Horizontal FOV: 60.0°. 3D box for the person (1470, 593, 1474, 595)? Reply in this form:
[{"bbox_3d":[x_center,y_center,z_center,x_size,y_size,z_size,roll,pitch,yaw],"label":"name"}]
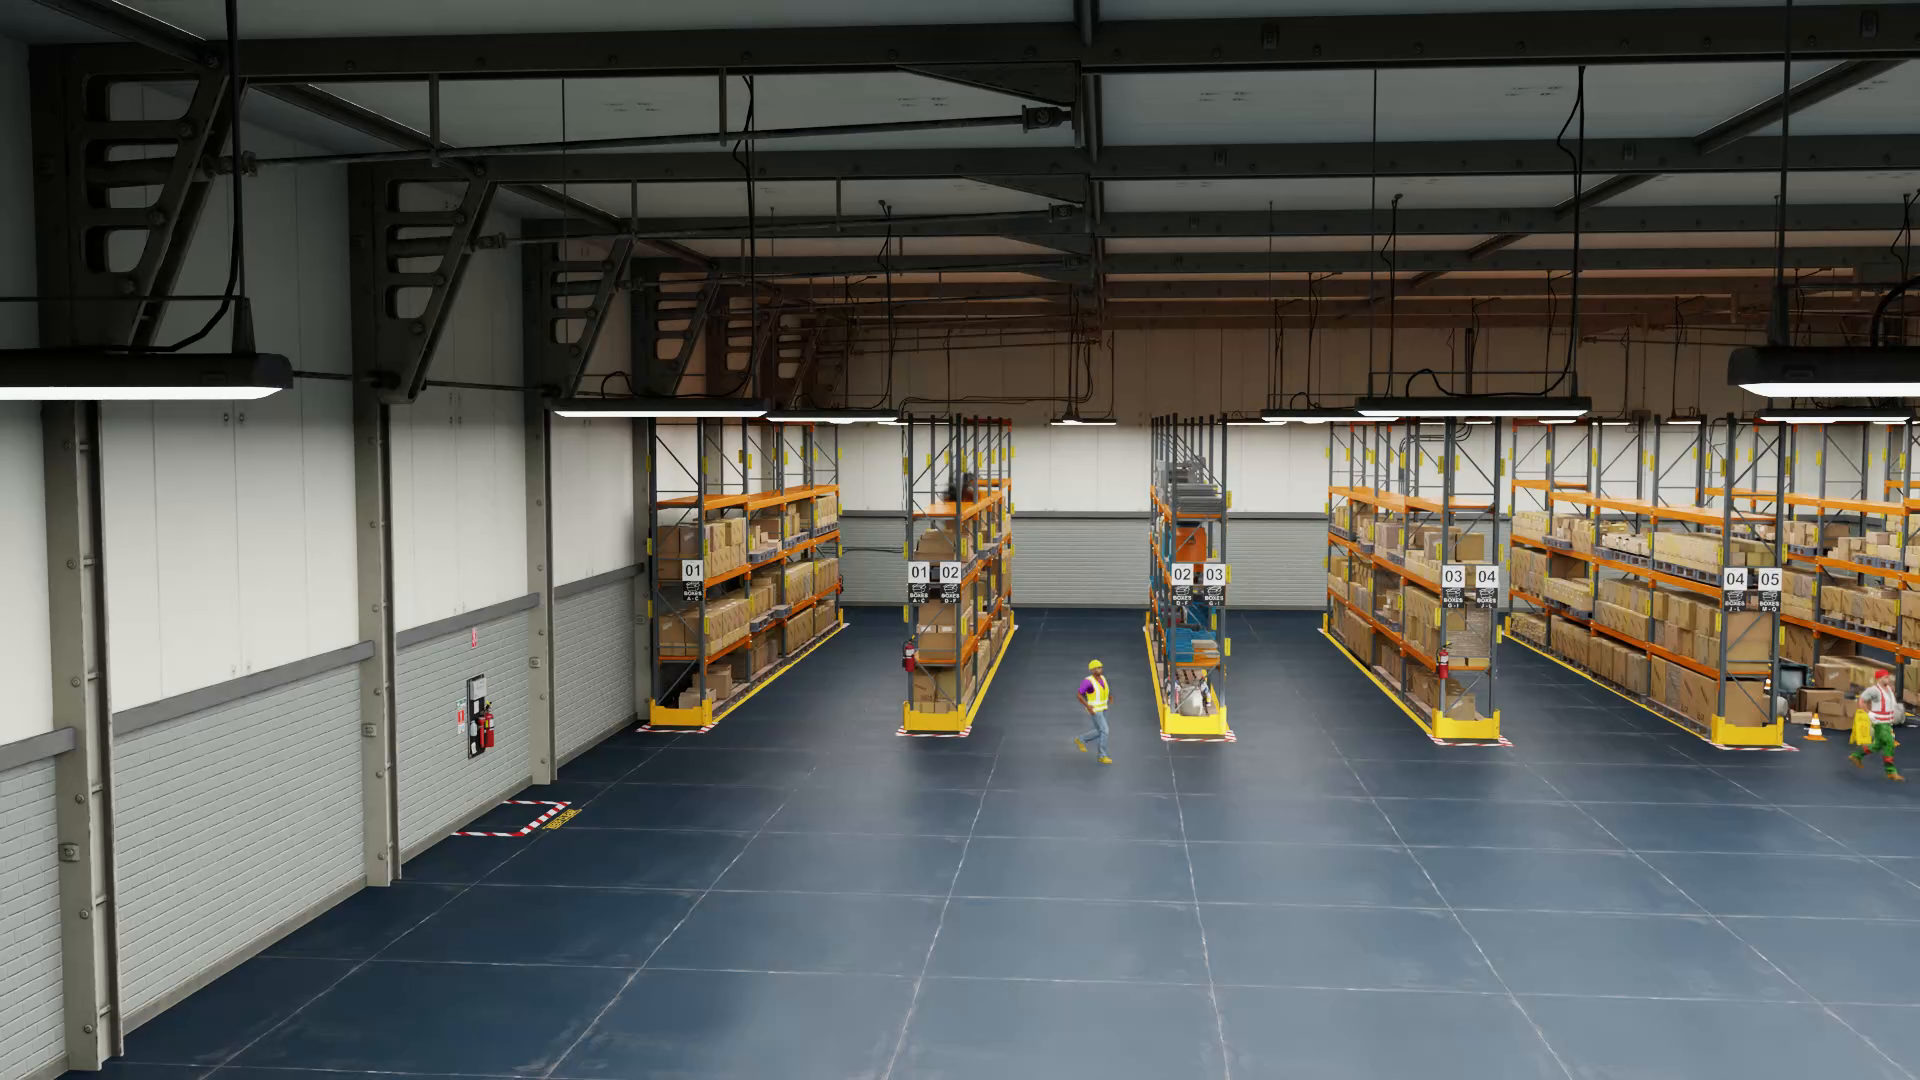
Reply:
[{"bbox_3d":[14.233,1.742,46.761,0.780,1.760,0.835,-4,5,-43],"label":"person"}]

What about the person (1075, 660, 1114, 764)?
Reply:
[{"bbox_3d":[2.319,2.934,28.604,0.779,1.757,0.691,3,5,36],"label":"person"}]

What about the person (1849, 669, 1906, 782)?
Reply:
[{"bbox_3d":[15.070,2.994,27.245,0.638,1.796,0.923,-3,5,-35],"label":"person"}]
